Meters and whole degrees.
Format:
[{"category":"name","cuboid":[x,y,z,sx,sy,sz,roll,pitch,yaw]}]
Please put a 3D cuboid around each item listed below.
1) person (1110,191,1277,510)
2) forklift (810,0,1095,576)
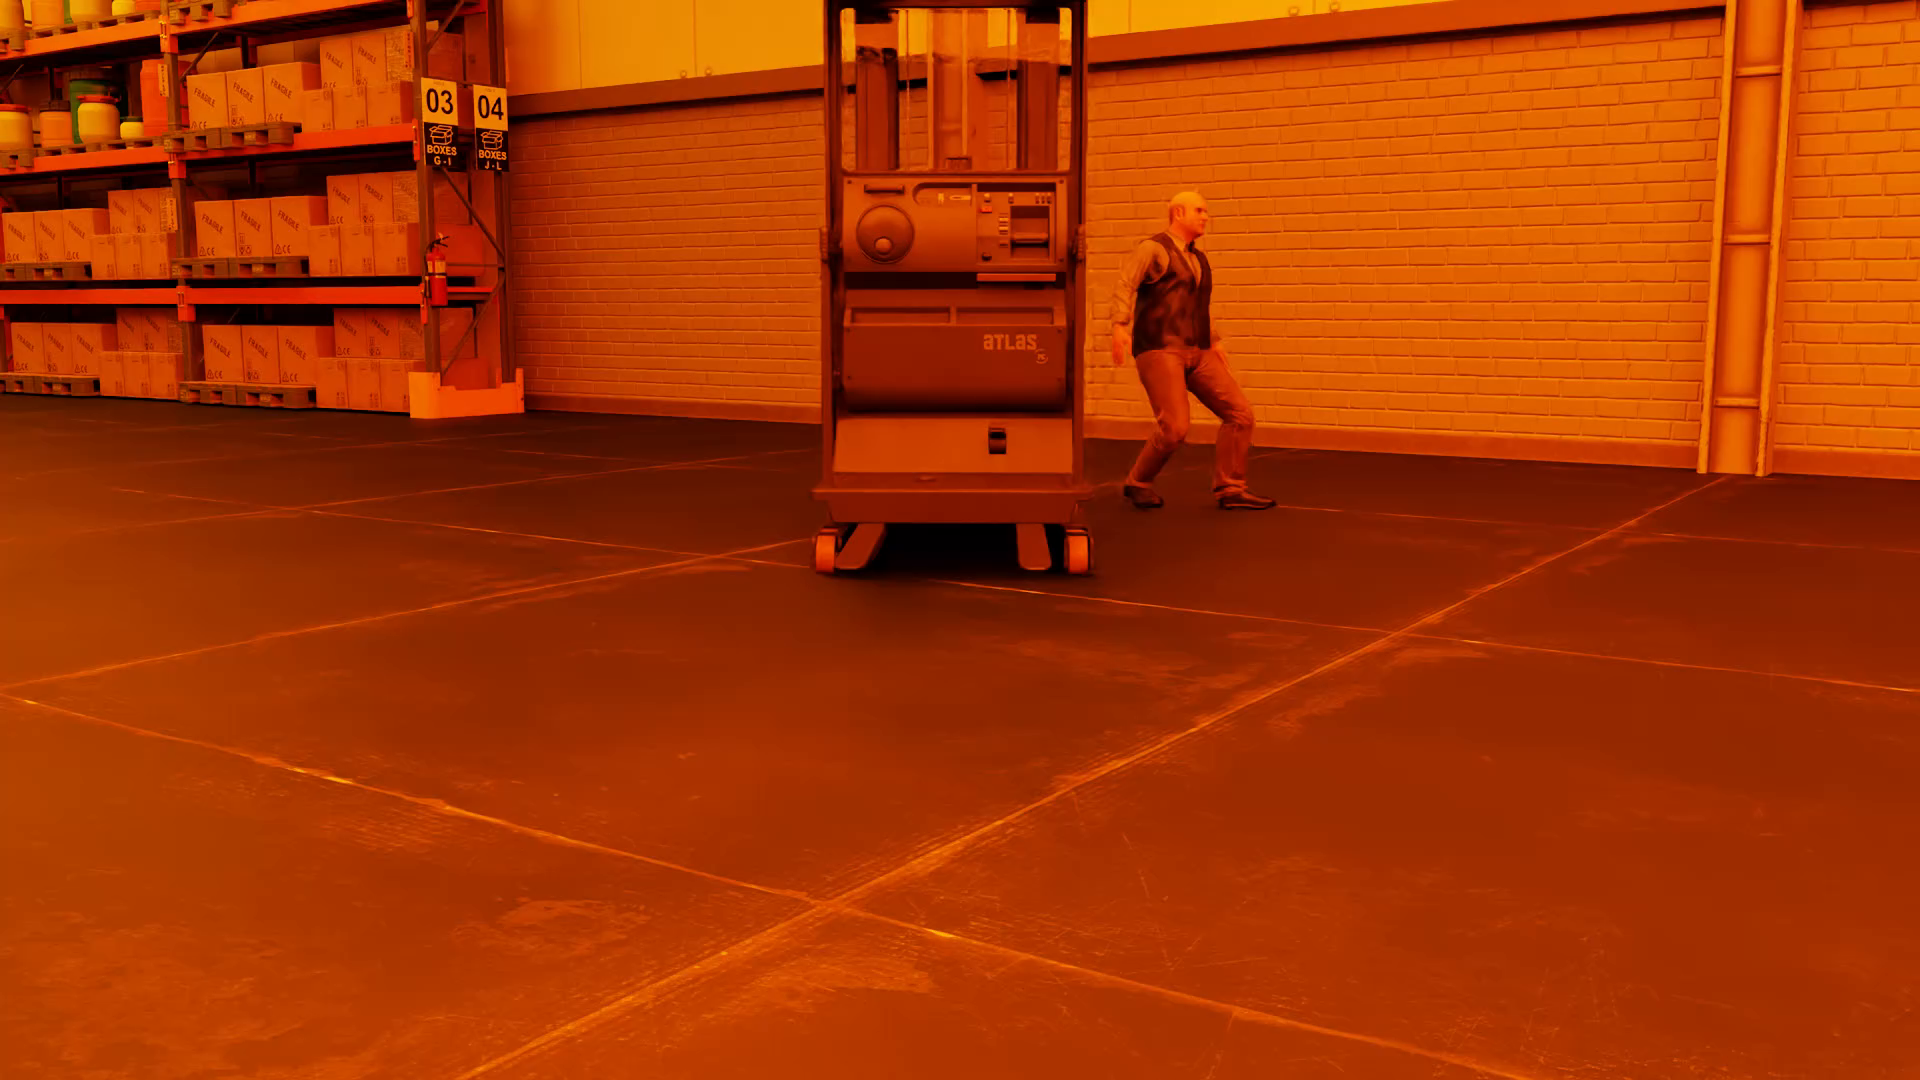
[{"category":"person","cuboid":[1.136,-0.954,8.505,0.925,1.642,0.605,-7,11,-42]},{"category":"forklift","cuboid":[-0.023,-1.351,6.694,1.130,2.935,3.031,0,8,1]}]
